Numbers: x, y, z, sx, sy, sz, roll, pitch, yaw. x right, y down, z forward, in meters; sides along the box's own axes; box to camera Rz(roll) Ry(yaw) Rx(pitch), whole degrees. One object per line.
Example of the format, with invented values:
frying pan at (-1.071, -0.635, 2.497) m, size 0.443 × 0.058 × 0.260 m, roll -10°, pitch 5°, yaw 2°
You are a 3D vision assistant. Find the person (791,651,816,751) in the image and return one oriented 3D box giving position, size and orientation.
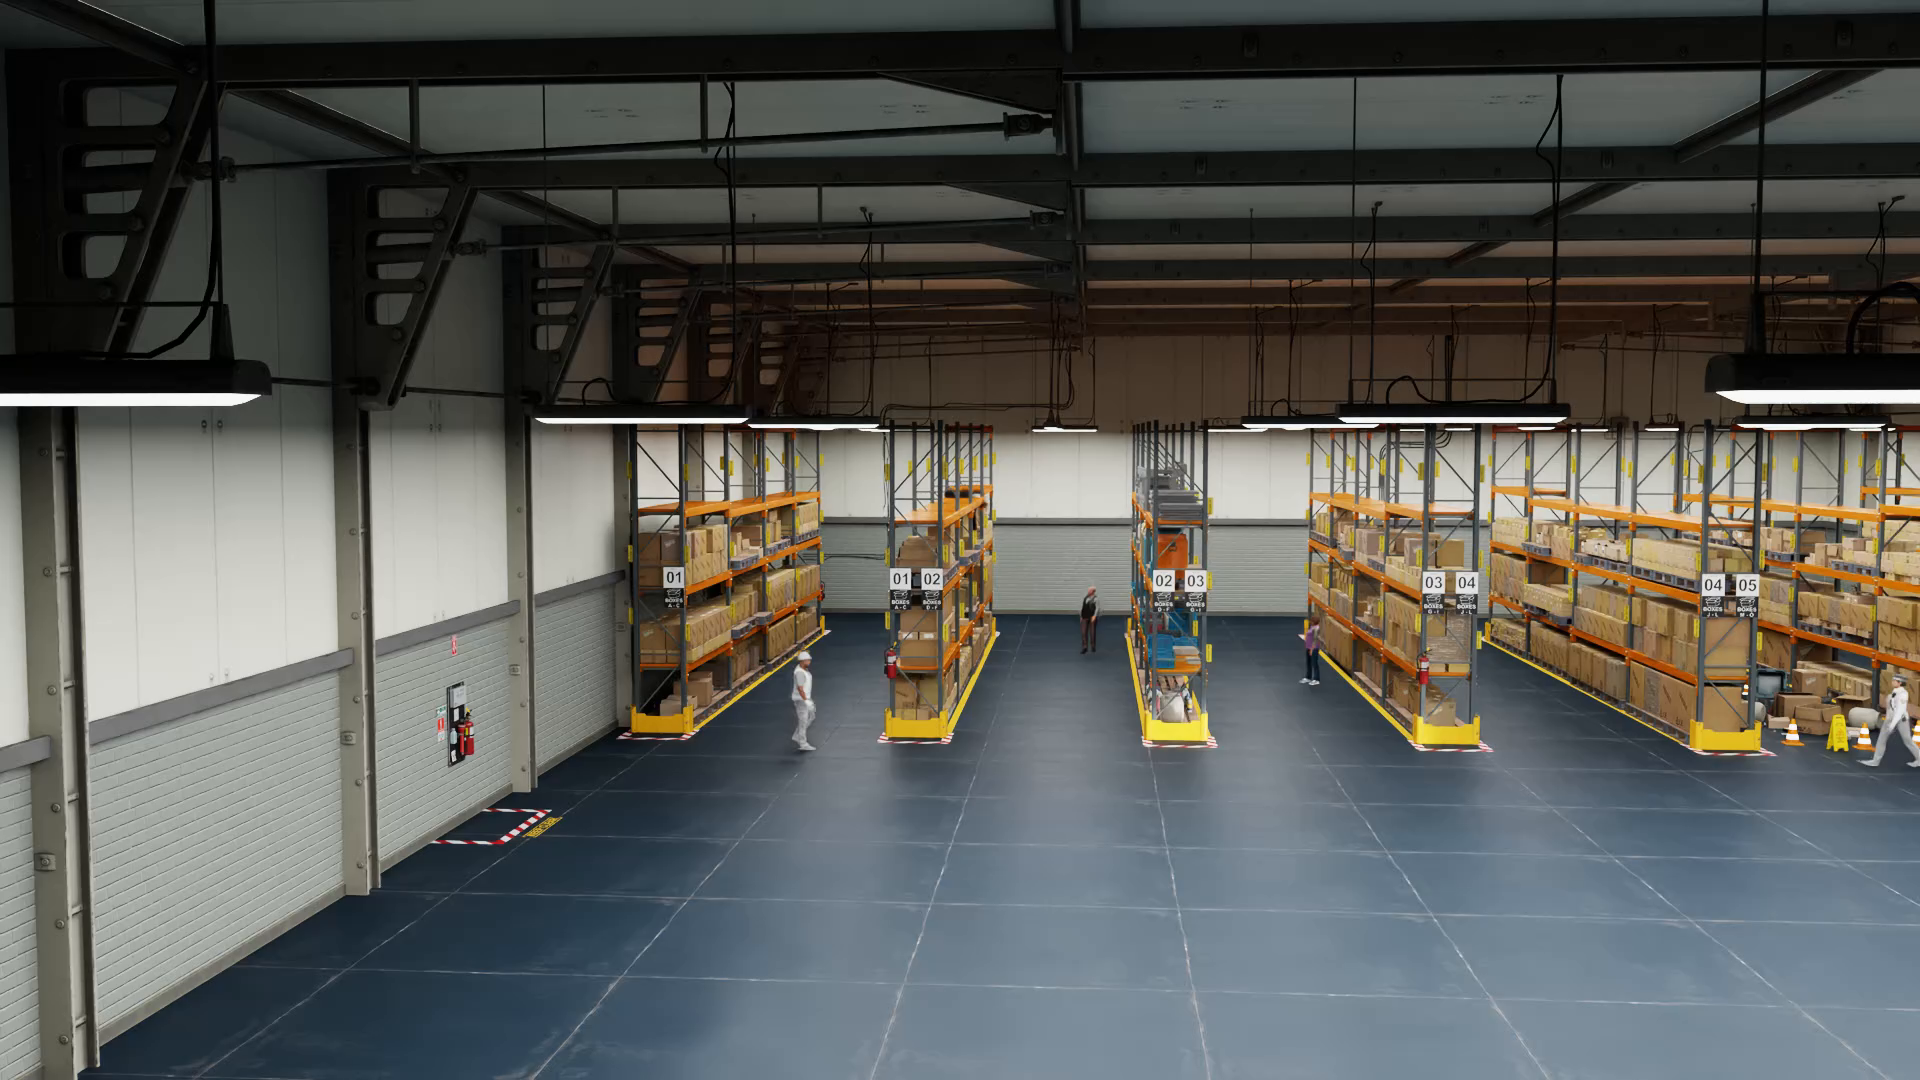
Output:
person at (-2.829, 2.916, 30.294) m, size 0.481 × 1.783 × 0.705 m, roll 0°, pitch 4°, yaw 5°

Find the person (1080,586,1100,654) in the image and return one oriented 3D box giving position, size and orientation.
person at (3.336, 2.068, 42.965) m, size 0.597 × 1.745 × 0.594 m, roll 2°, pitch 4°, yaw 23°

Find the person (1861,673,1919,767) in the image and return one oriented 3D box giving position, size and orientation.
person at (16.020, 3.092, 28.455) m, size 1.002 × 1.631 × 0.472 m, roll -1°, pitch 4°, yaw -10°

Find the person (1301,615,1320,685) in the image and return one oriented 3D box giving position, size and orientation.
person at (8.065, 2.512, 38.140) m, size 0.378 × 1.581 × 0.460 m, roll -1°, pitch 4°, yaw -15°
